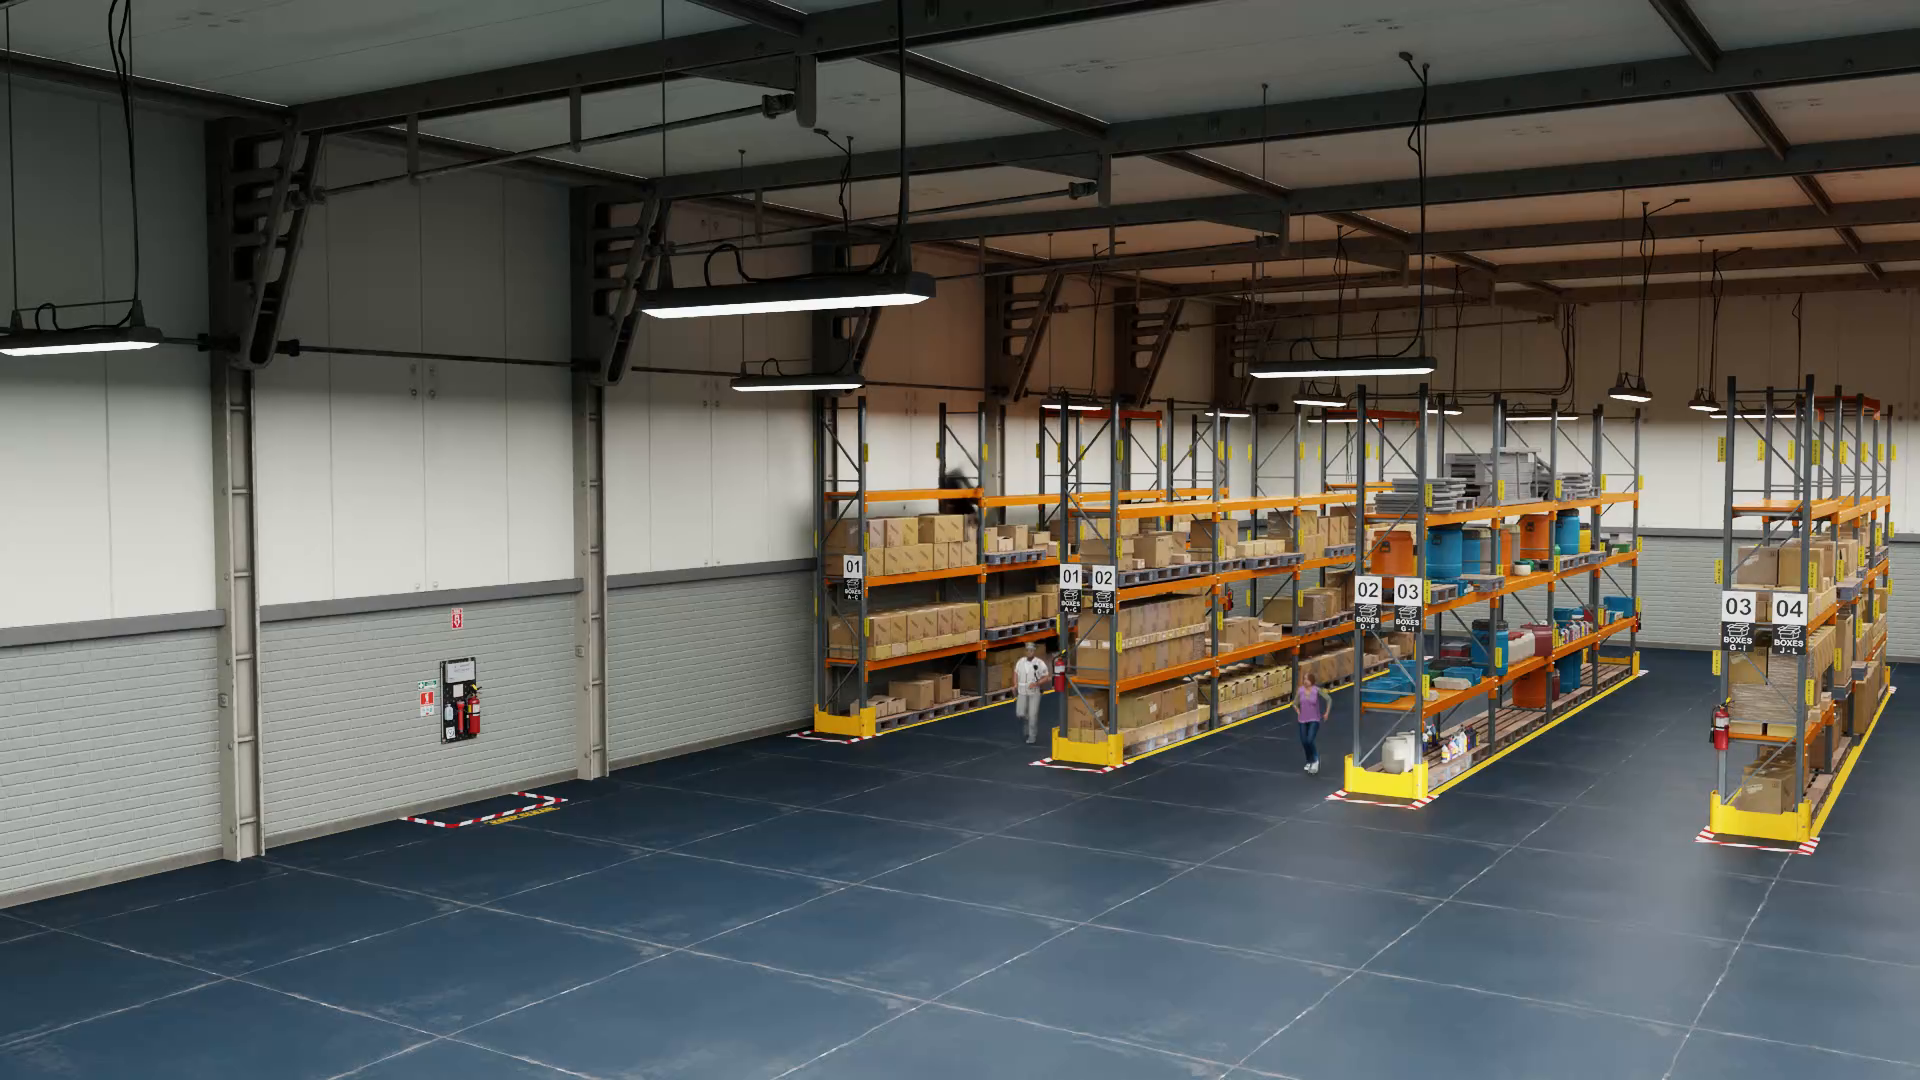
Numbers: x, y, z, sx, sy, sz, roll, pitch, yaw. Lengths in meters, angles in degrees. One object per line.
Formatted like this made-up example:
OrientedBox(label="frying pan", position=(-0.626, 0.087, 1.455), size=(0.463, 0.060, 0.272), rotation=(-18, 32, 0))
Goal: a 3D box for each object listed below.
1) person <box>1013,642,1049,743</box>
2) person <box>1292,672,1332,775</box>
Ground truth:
OrientedBox(label="person", position=(1.191, 2.627, 28.686), size=(0.658, 1.739, 0.591), rotation=(1, 3, 19))
OrientedBox(label="person", position=(5.436, 2.857, 25.839), size=(0.567, 1.583, 0.656), rotation=(2, 4, 32))
